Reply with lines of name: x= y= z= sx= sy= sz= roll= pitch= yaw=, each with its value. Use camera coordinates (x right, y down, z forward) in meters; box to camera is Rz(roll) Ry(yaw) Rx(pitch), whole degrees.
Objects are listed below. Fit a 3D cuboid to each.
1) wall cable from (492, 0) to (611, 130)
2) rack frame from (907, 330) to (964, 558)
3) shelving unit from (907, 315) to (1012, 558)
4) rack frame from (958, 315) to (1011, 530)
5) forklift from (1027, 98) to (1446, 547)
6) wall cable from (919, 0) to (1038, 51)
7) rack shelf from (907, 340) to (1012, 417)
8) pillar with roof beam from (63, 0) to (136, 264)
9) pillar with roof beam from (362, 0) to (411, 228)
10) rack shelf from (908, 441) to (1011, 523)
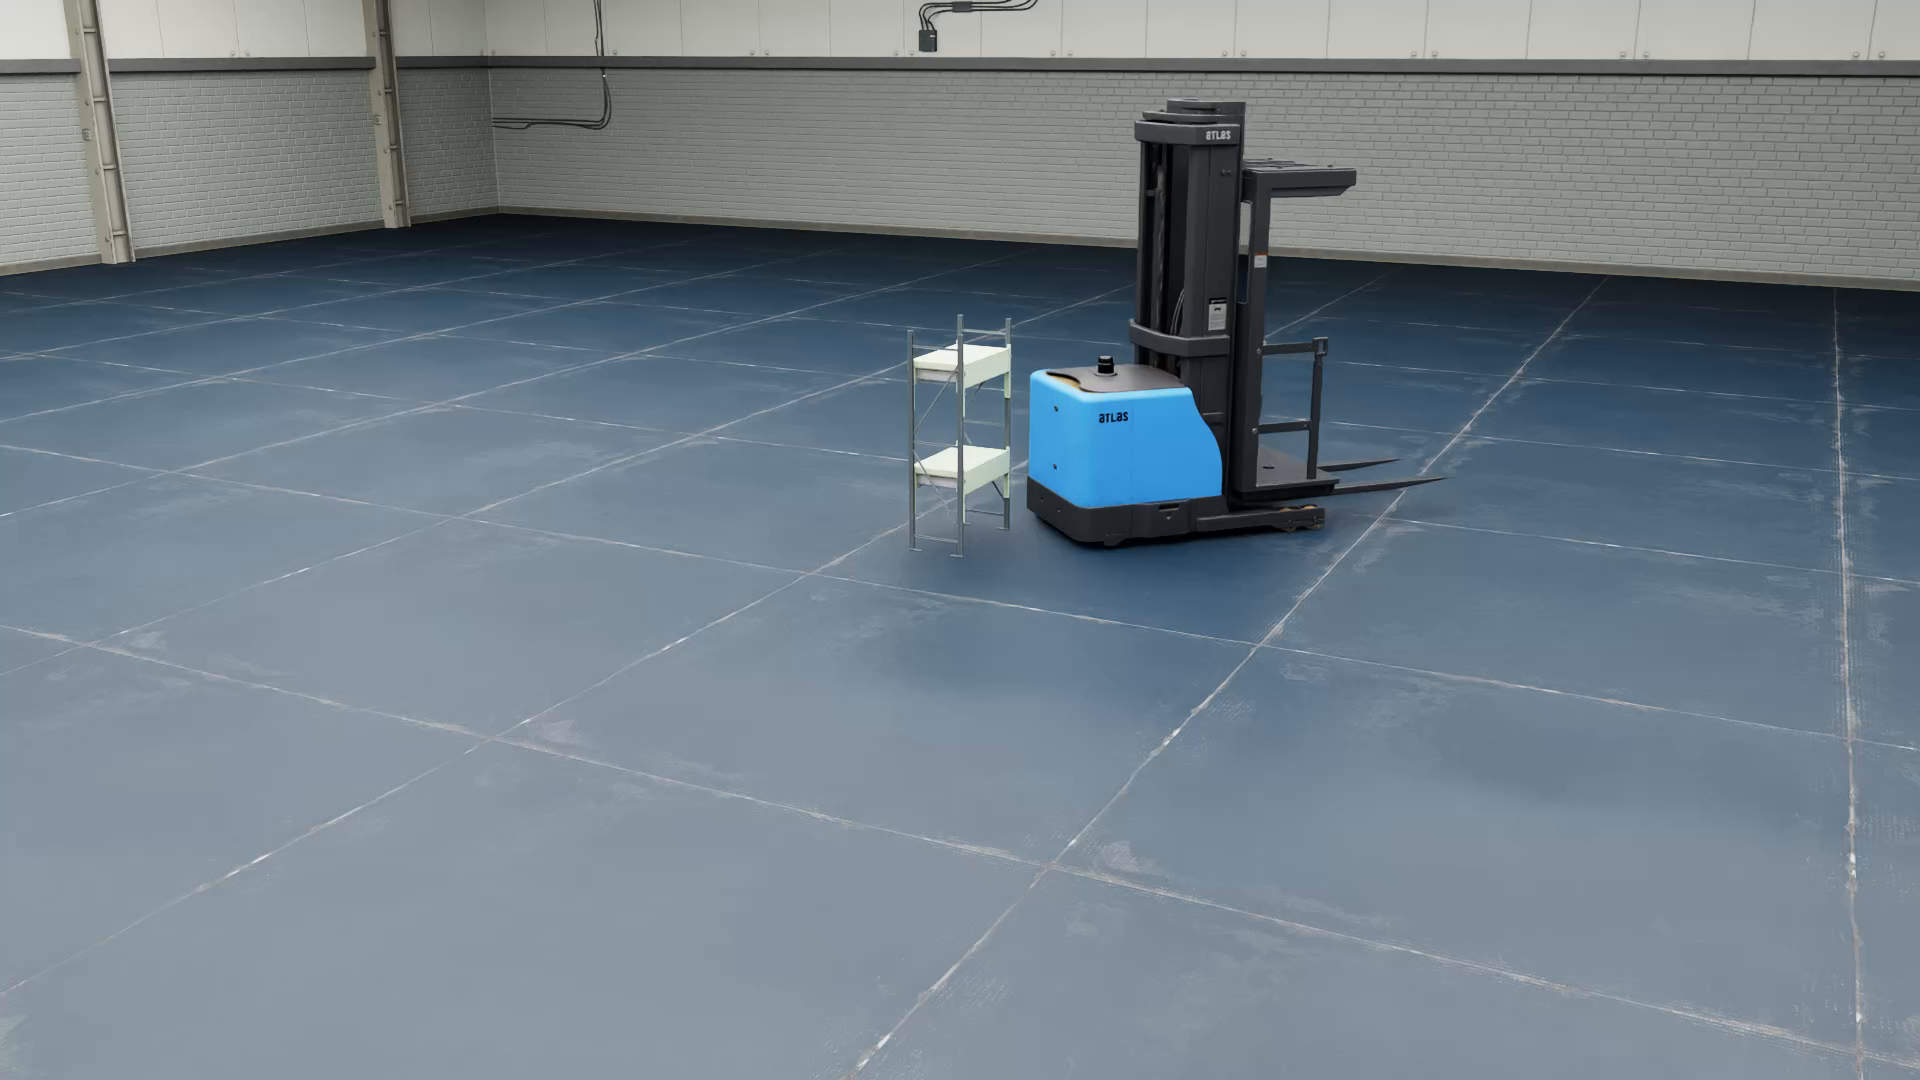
wall cable: x=-8.156 y=-9.340 z=32.618 sx=3.097 sy=2.526 sz=0.112 roll=8 pitch=18 yaw=25
rack frame: x=-0.161 y=-0.627 z=11.003 sx=0.400 sy=1.500 sz=0.023 roll=8 pitch=18 yaw=25
shelving unit: x=0.003 y=-0.721 z=11.317 sx=0.431 sy=1.500 sz=0.755 roll=8 pitch=18 yaw=25
rack frame: x=0.167 y=-0.814 z=11.630 sx=0.400 sy=1.500 sz=0.023 roll=8 pitch=18 yaw=25
forklift: x=2.057 y=-1.597 z=11.752 sx=3.031 sy=2.935 sz=1.130 roll=-6 pitch=18 yaw=-19
wall cable: x=0.330 y=-11.247 z=27.612 sx=2.305 sy=6.003 sz=0.169 roll=8 pitch=18 yaw=25
rack shelf: x=0.003 y=-1.095 z=11.205 sx=0.431 sy=0.370 sz=0.720 roll=8 pitch=18 yaw=25
pillar with roof beam: x=-9.485 y=-8.170 z=23.226 sx=9.100 sy=9.000 sz=0.400 roll=8 pitch=18 yaw=25
pillar with roof beam: x=-6.804 y=-9.698 z=28.372 sx=9.100 sy=9.000 sz=0.400 roll=8 pitch=18 yaw=25
rack shelf: x=0.003 y=-0.408 z=11.409 sx=0.431 sy=0.370 sz=0.720 roll=8 pitch=18 yaw=25
